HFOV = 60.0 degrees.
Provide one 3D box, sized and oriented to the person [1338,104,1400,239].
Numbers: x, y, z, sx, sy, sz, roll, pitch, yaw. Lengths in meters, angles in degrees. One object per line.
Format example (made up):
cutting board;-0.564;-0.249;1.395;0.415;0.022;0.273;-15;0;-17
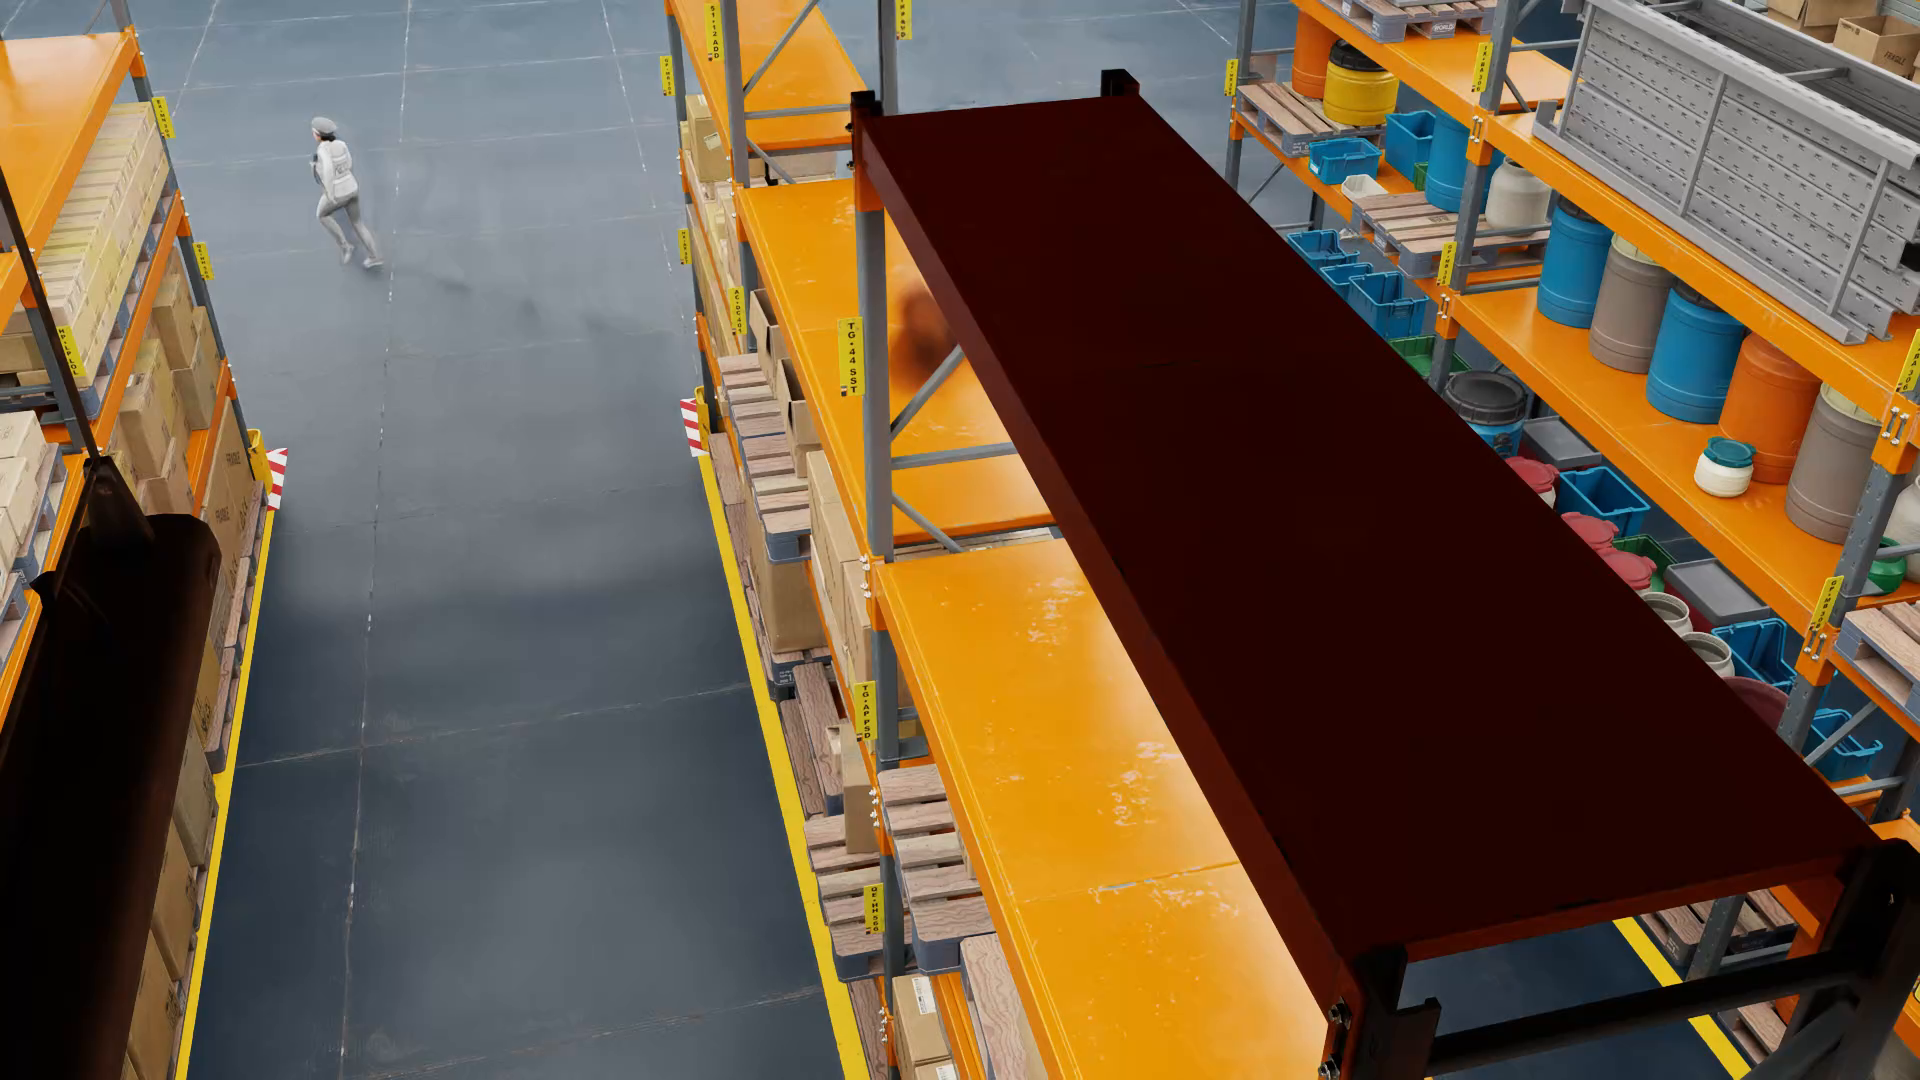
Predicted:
person;4.725;-4.127;18.665;0.878;1.596;0.533;6;35;9

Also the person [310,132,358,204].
person;-6.838;-4.082;17.838;0.580;0.783;0.532;14;37;20
